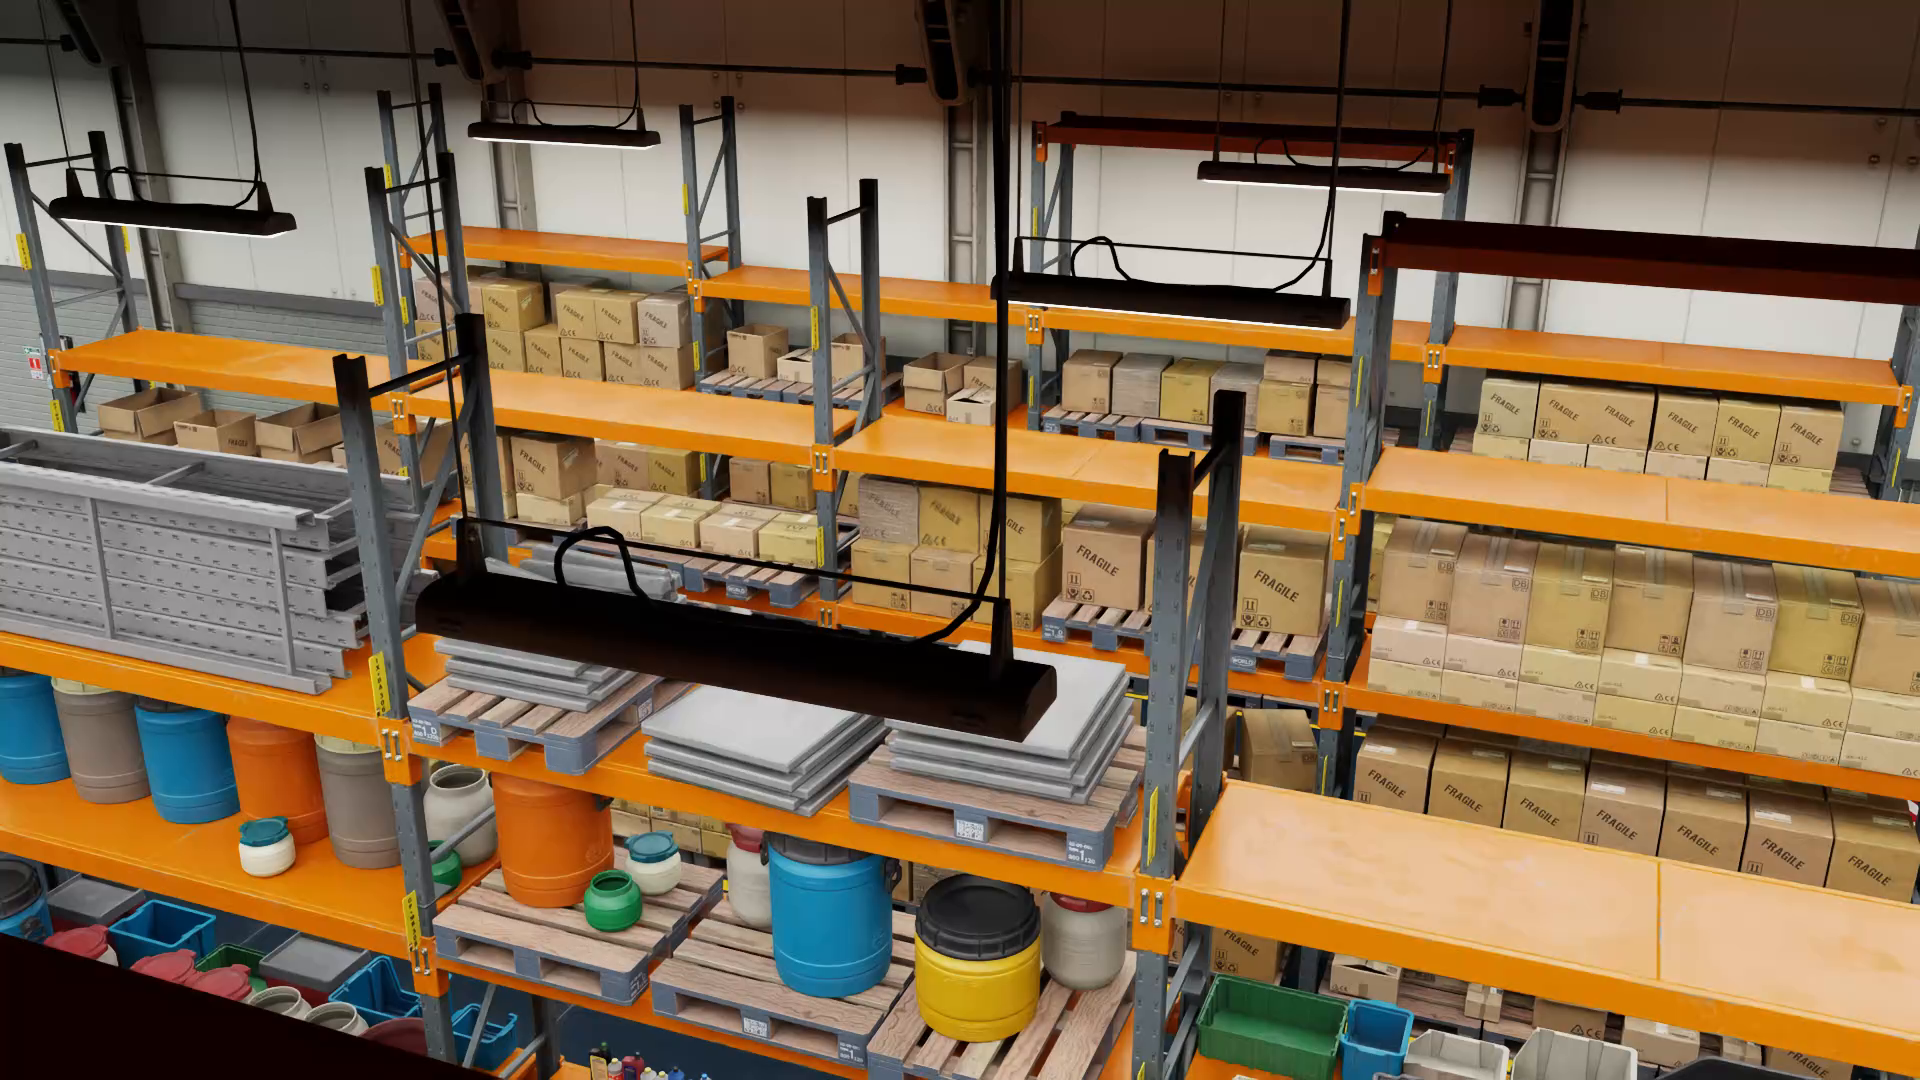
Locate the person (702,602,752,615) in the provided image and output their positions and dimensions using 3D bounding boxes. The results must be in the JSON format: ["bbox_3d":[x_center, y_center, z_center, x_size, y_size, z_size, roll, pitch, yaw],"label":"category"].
[{"bbox_3d":[-2.613,0.655,18.175,1.104,1.729,0.600,-3,21,-7],"label":"person"}]
